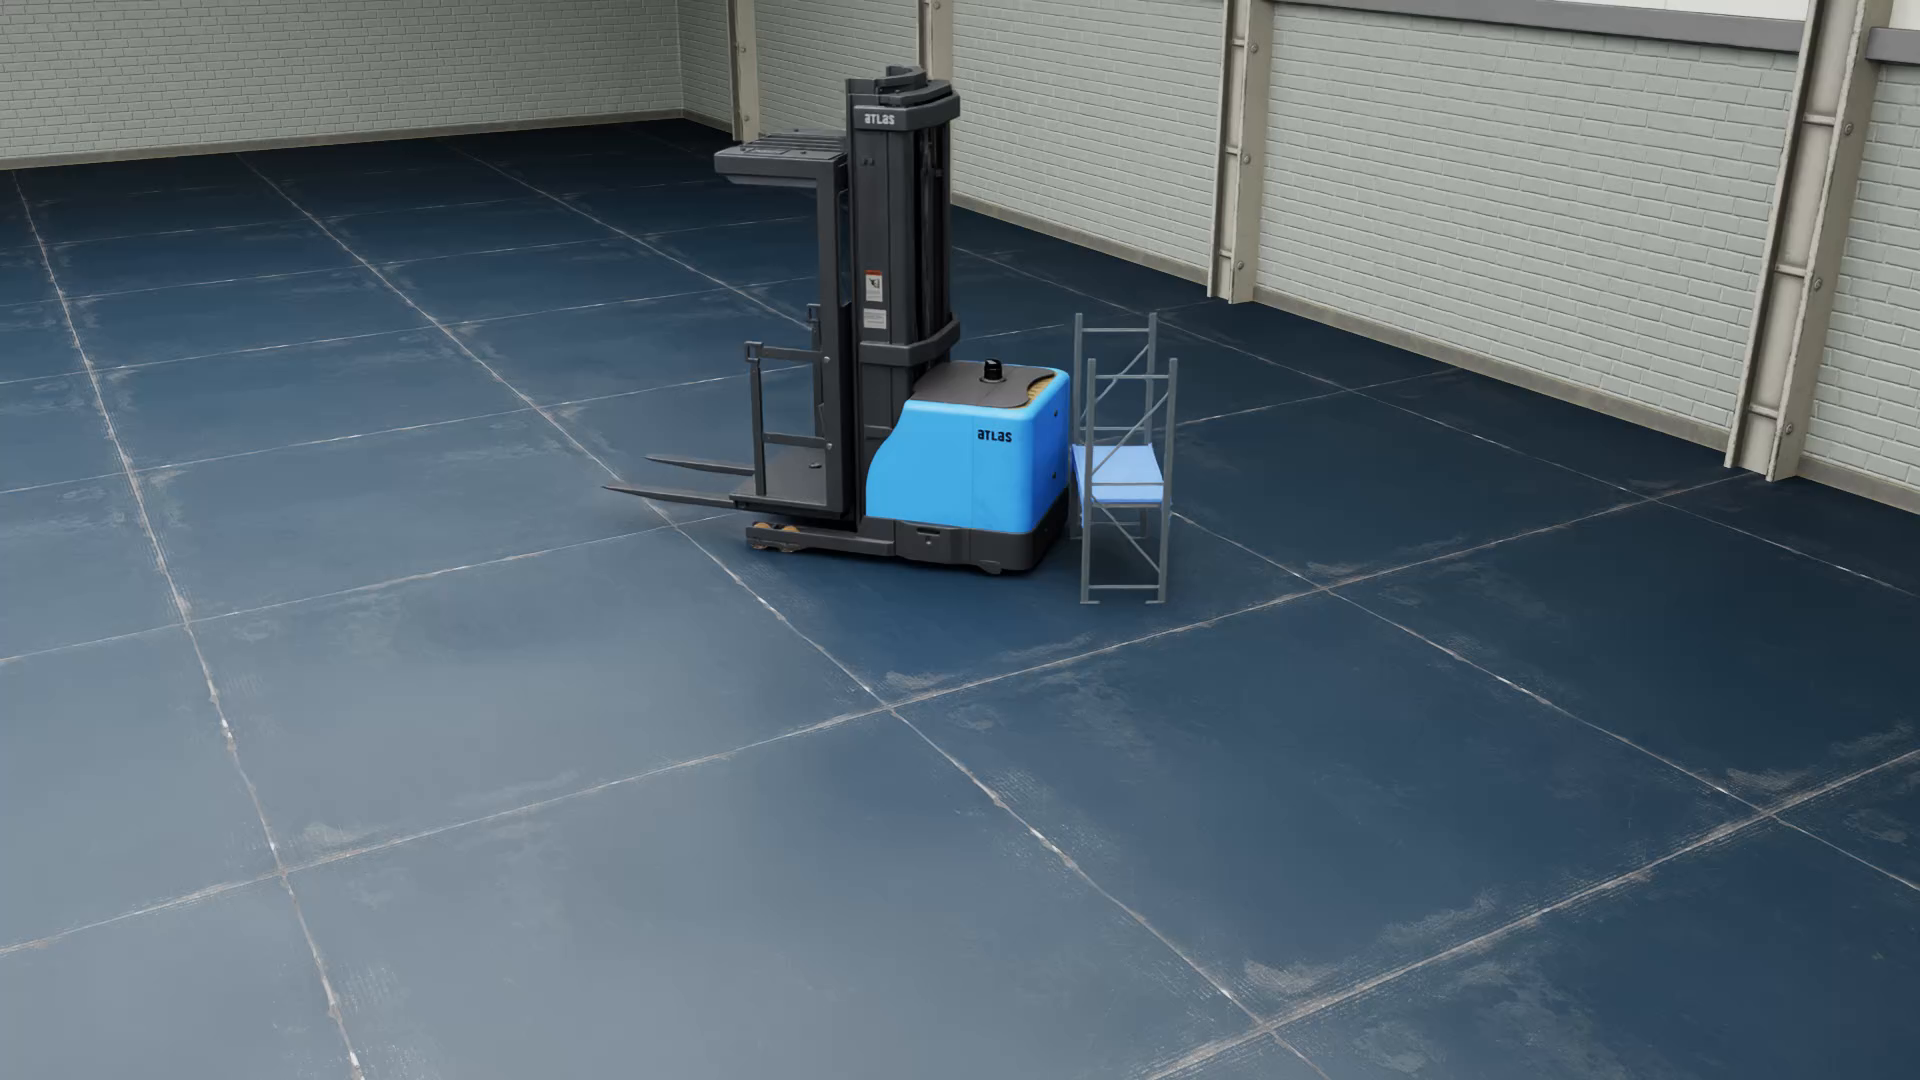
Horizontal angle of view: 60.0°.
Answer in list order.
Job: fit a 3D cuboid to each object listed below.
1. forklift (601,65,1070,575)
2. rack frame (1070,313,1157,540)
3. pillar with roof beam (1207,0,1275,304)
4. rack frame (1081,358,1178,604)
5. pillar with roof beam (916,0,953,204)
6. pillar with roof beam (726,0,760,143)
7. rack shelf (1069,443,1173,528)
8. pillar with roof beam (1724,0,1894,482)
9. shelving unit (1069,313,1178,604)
[{"bbox_3d":[-0.858,-1.456,10.502,3.031,2.935,1.130,7,23,16],"label":"forklift"},{"bbox_3d":[0.964,-0.703,10.548,0.500,1.500,0.032,0,22,0],"label":"rack frame"},{"bbox_3d":[-0.958,-5.791,13.107,9.100,9.000,0.400,-13,25,-28],"label":"pillar with roof beam"},{"bbox_3d":[0.969,-0.320,9.606,0.500,1.500,0.032,0,22,0],"label":"rack frame"},{"bbox_3d":[-4.023,-7.733,17.885,9.100,9.000,0.400,-13,25,-28],"label":"pillar with roof beam"},{"bbox_3d":[-7.088,-9.675,22.664,9.100,9.000,0.400,-13,25,-28],"label":"pillar with roof beam"},{"bbox_3d":[0.967,-0.345,10.145,0.538,0.185,1.000,0,22,0],"label":"rack shelf"},{"bbox_3d":[2.107,-3.848,8.328,9.100,9.000,0.400,-13,25,-28],"label":"pillar with roof beam"},{"bbox_3d":[0.967,-0.511,10.077,0.538,1.500,1.048,0,22,0],"label":"shelving unit"}]
